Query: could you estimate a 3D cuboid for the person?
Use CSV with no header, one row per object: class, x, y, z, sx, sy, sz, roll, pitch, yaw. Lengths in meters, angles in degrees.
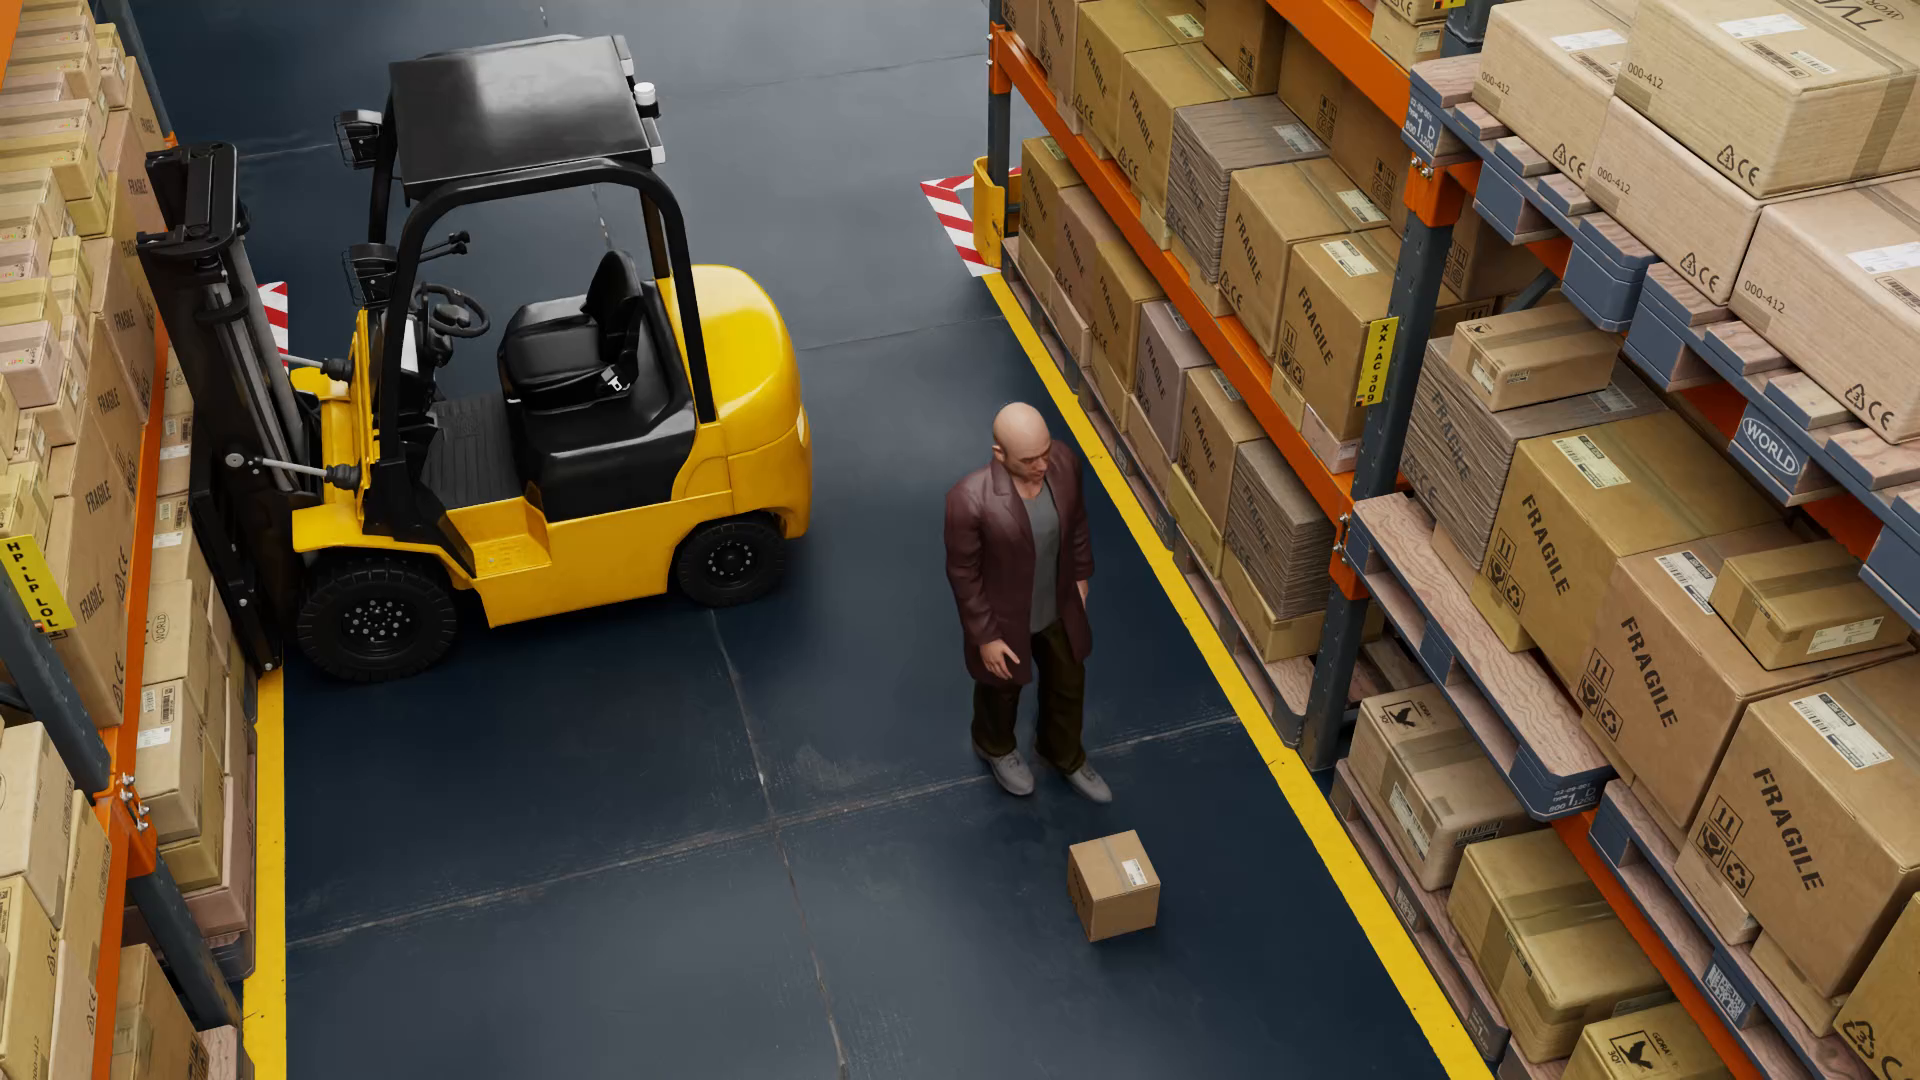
person,0.254,0.268,5.868,0.614,1.814,0.545,-23,47,-24
